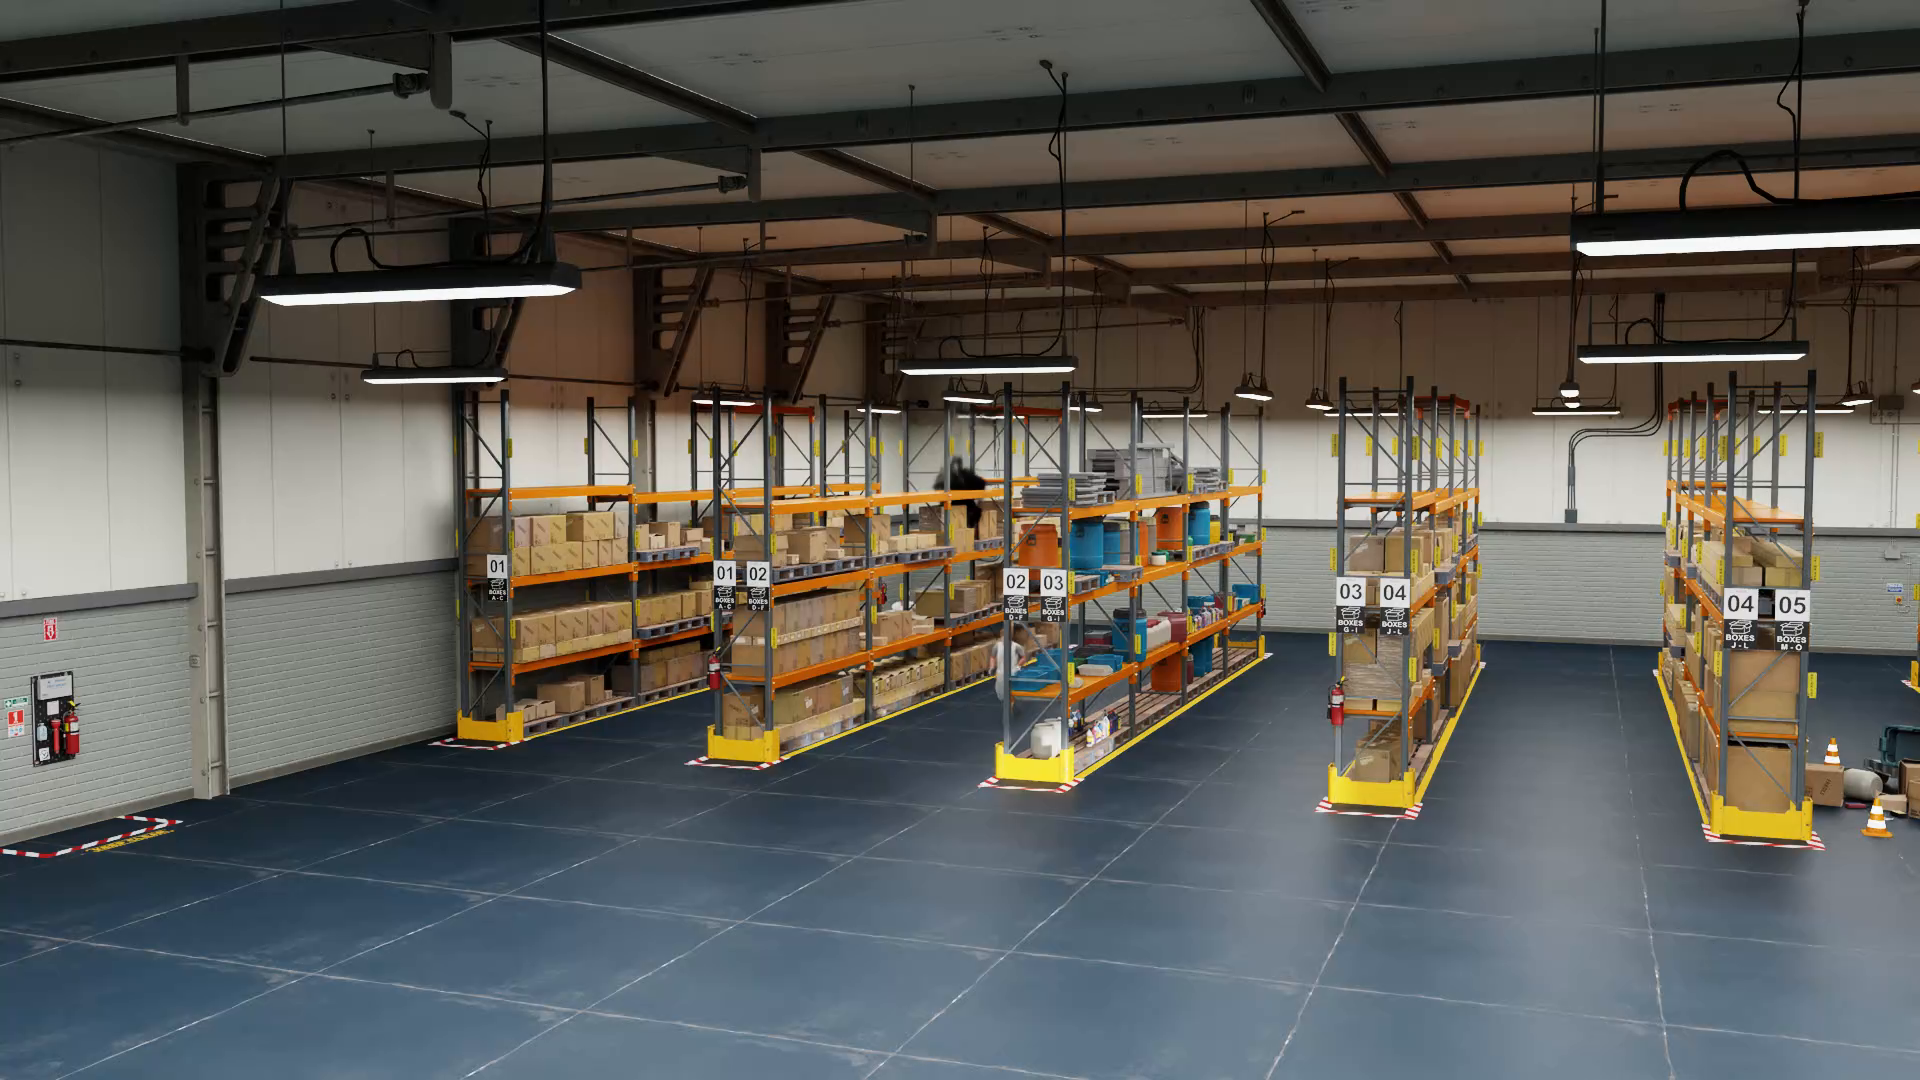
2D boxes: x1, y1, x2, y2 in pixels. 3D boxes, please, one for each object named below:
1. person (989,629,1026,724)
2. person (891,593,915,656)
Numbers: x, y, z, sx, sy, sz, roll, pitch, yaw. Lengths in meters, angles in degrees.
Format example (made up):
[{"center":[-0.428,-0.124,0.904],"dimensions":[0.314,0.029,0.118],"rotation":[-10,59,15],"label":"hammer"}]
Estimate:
[{"center":[0.880,2.466,30.510],"dimensions":[0.670,1.752,0.611],"rotation":[1,3,11],"label":"person"},{"center":[-1.269,2.028,37.820],"dimensions":[0.640,1.796,0.890],"rotation":[1,3,21],"label":"person"}]
